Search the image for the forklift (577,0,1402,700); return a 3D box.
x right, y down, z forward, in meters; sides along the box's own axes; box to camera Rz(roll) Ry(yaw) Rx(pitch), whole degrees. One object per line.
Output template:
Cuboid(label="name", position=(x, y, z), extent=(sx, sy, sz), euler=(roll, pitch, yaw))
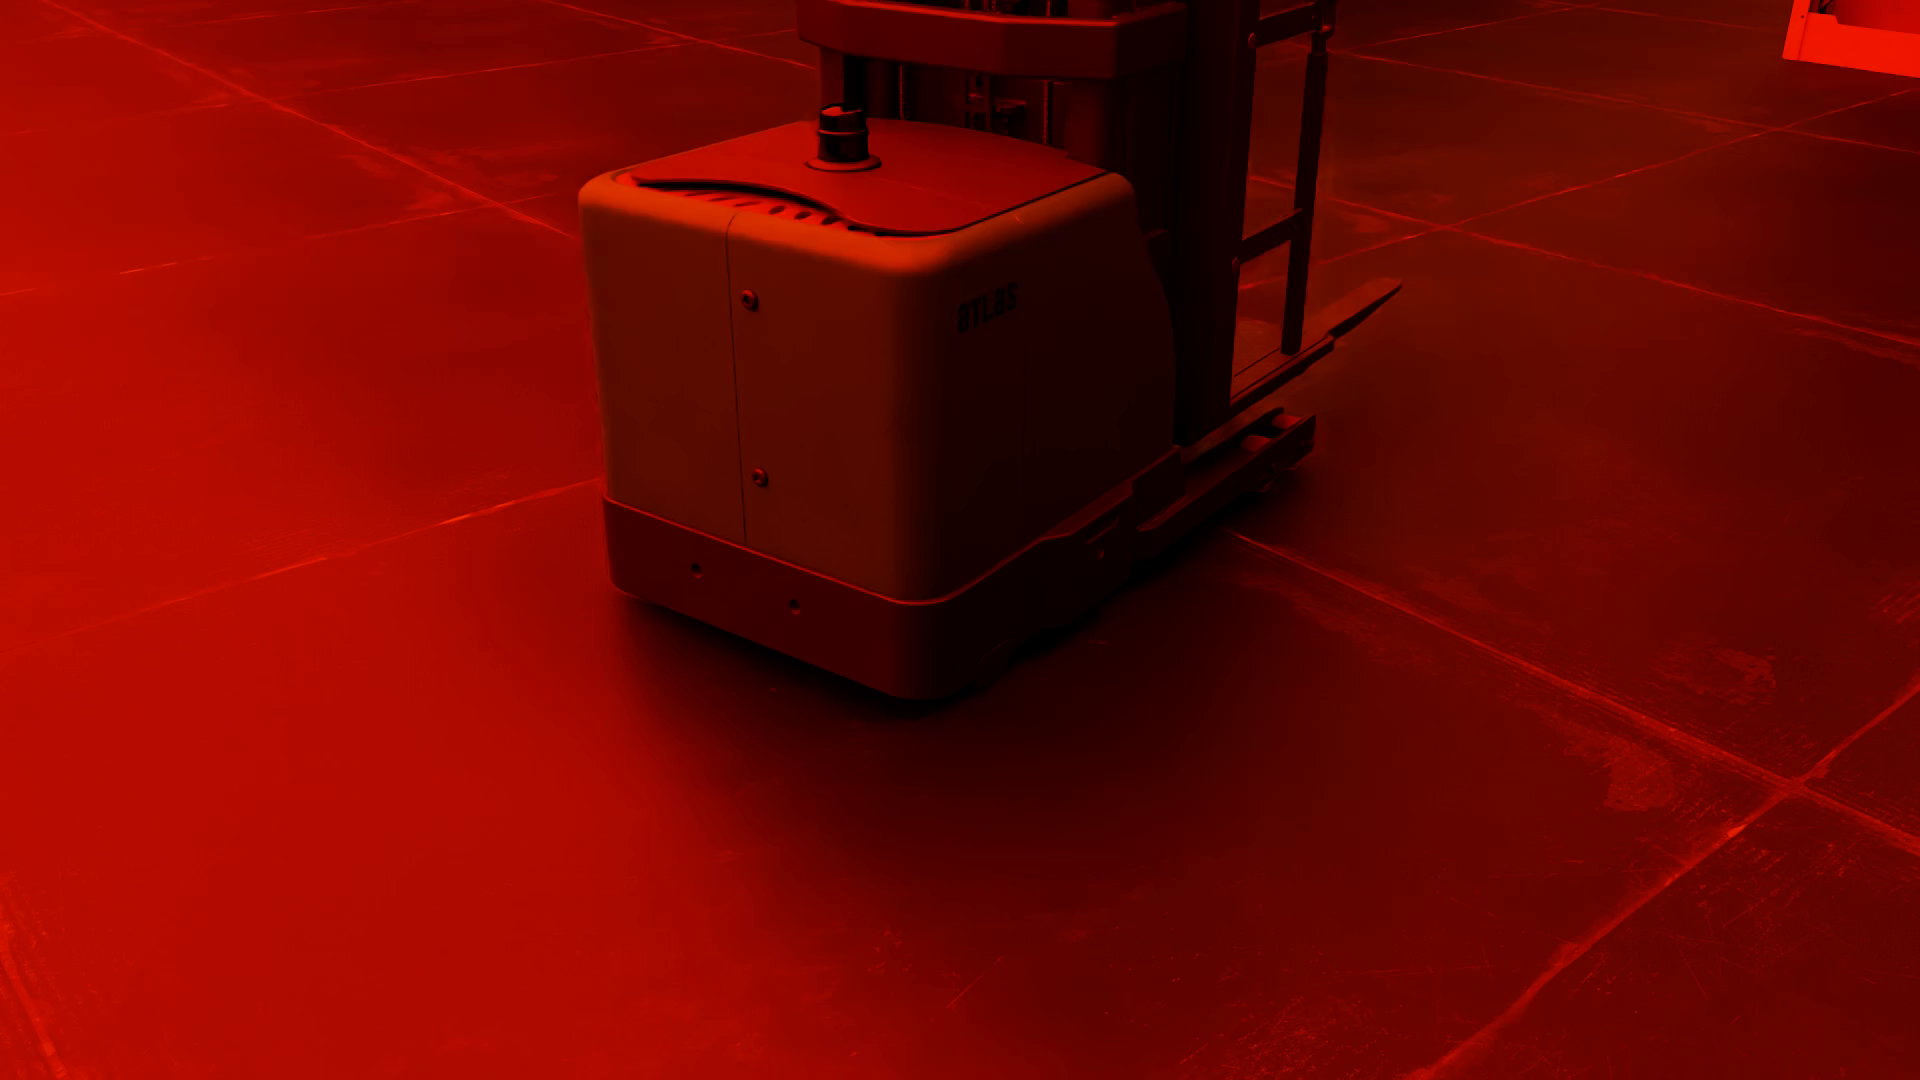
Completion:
Cuboid(label="forklift", position=(0.394, -1.561, 4.350), extent=(1.130, 2.935, 3.031), euler=(18, 31, 32))
